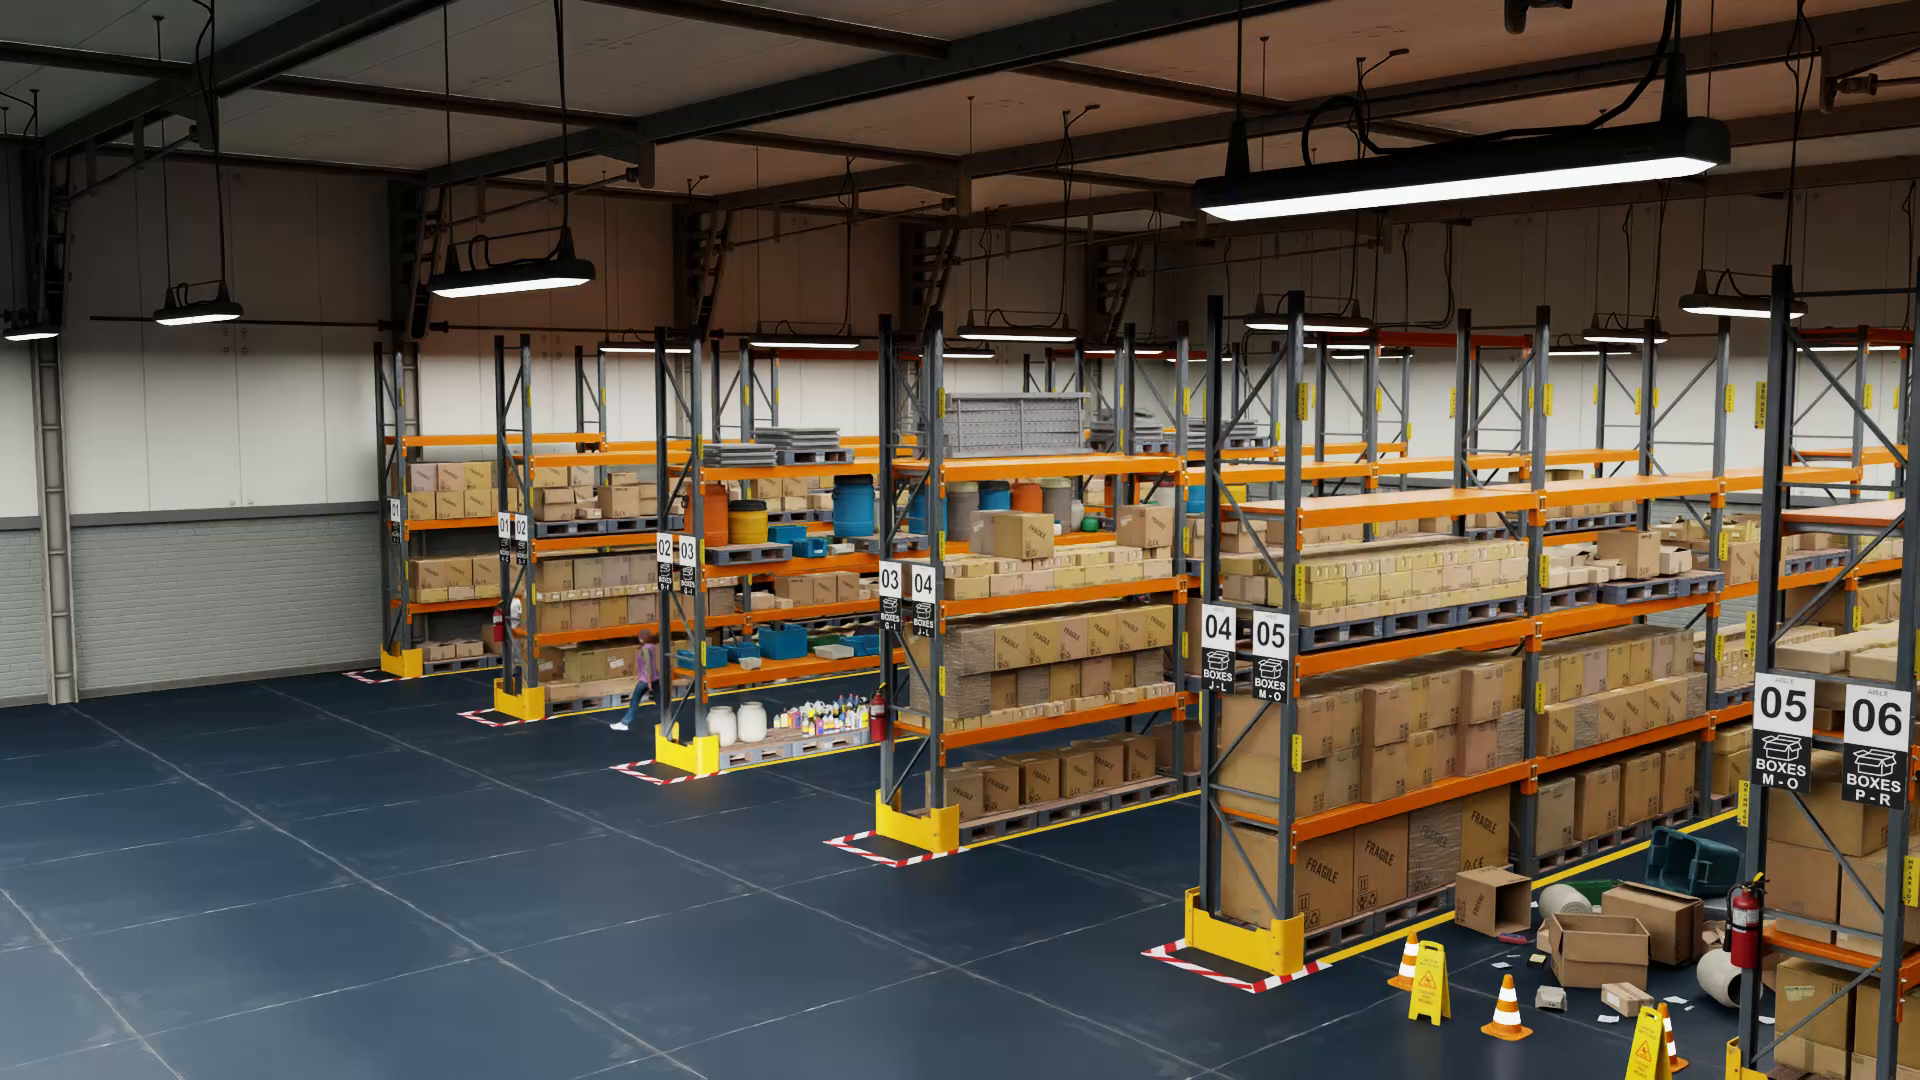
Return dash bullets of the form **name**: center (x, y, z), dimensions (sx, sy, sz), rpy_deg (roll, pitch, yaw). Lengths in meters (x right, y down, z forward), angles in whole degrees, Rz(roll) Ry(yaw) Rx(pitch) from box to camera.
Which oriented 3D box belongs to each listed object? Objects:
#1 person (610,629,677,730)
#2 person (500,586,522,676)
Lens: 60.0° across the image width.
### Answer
- **person**: center (-4.746, 2.100, 25.001), dimensions (0.956, 1.546, 0.464), rpy_deg (1, 5, 14)
- **person**: center (-8.043, 1.615, 30.084), dimensions (0.540, 1.658, 0.554), rpy_deg (4, 6, 37)
